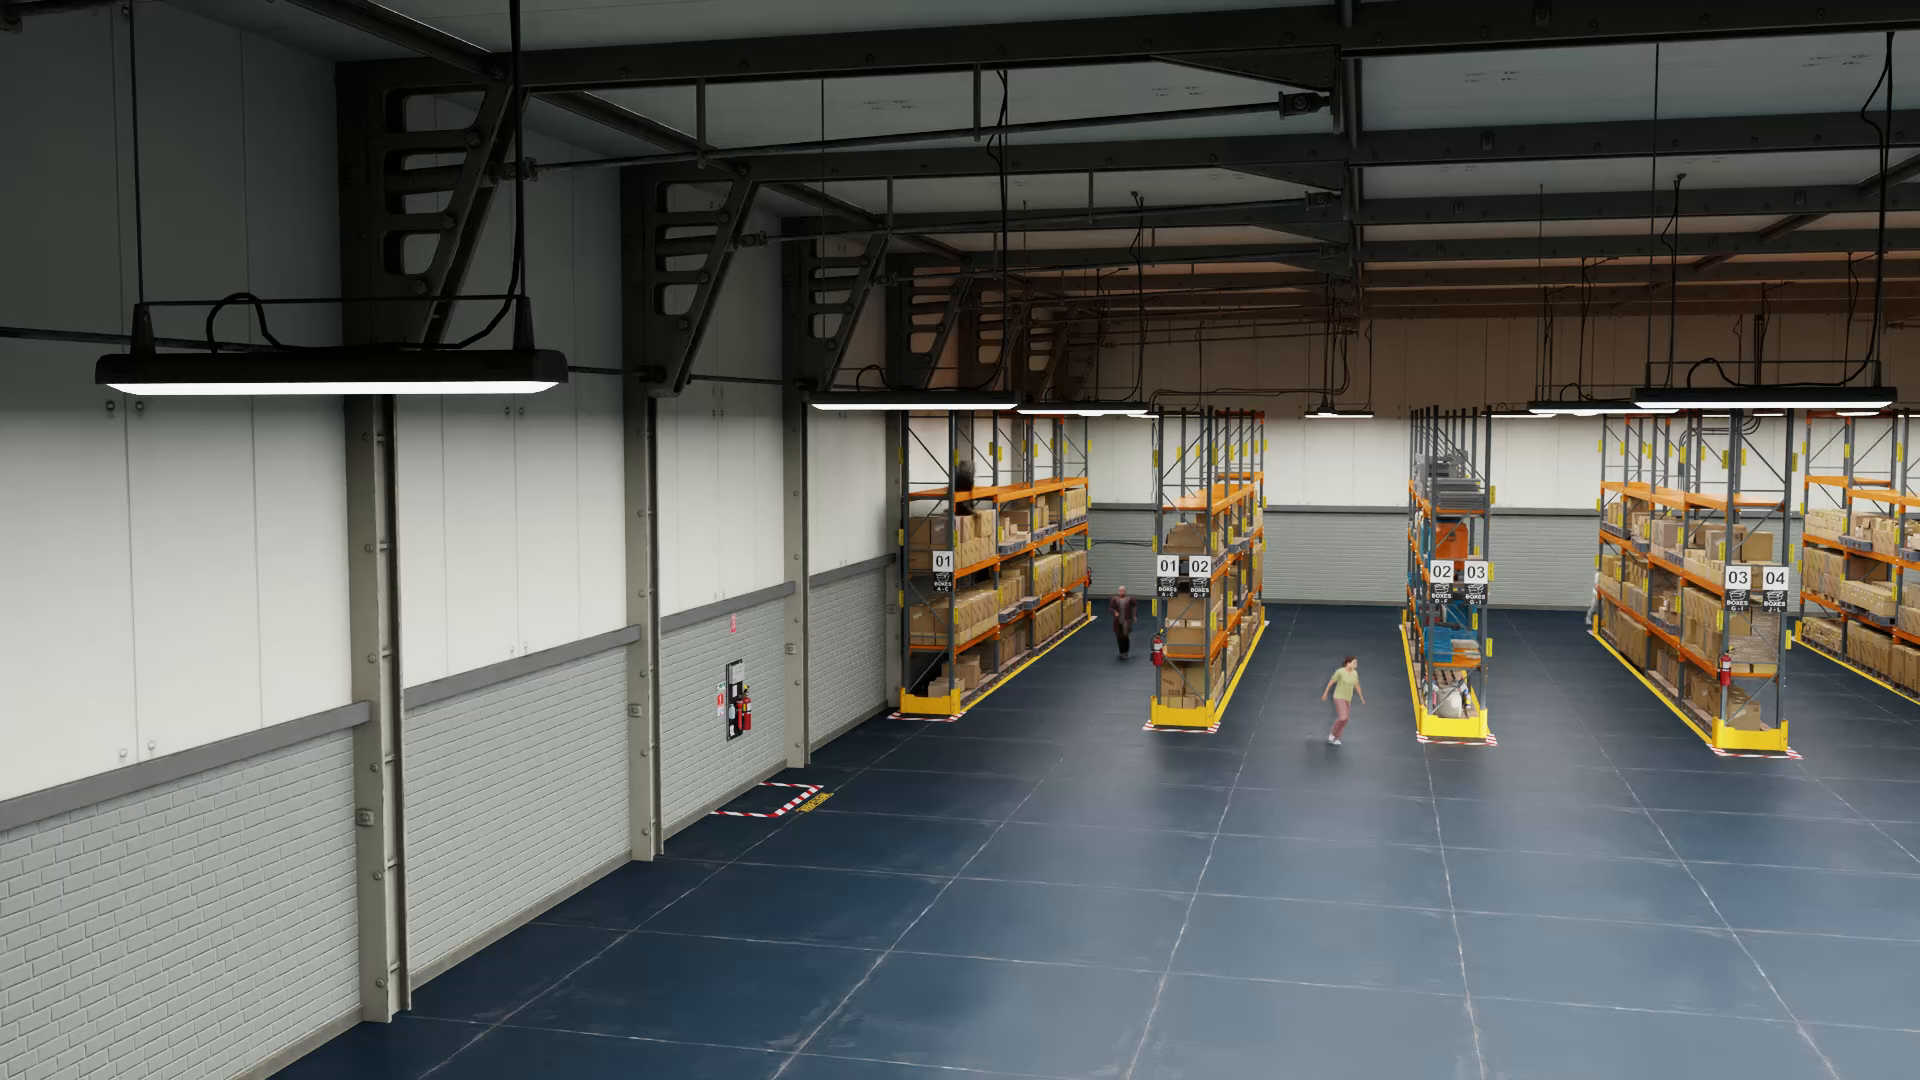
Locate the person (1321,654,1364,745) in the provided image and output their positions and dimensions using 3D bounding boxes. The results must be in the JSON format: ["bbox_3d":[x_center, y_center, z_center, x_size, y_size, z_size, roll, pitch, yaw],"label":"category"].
[{"bbox_3d":[6.751,2.809,29.249,0.566,1.626,0.603,-2,5,-29],"label":"person"}]

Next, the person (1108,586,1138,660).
[{"bbox_3d":[3.896,1.984,39.862,0.677,1.780,0.847,1,4,13],"label":"person"}]

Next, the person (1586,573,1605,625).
[{"bbox_3d":[17.763,1.523,46.053,0.641,1.786,0.771,-2,5,-27],"label":"person"}]
